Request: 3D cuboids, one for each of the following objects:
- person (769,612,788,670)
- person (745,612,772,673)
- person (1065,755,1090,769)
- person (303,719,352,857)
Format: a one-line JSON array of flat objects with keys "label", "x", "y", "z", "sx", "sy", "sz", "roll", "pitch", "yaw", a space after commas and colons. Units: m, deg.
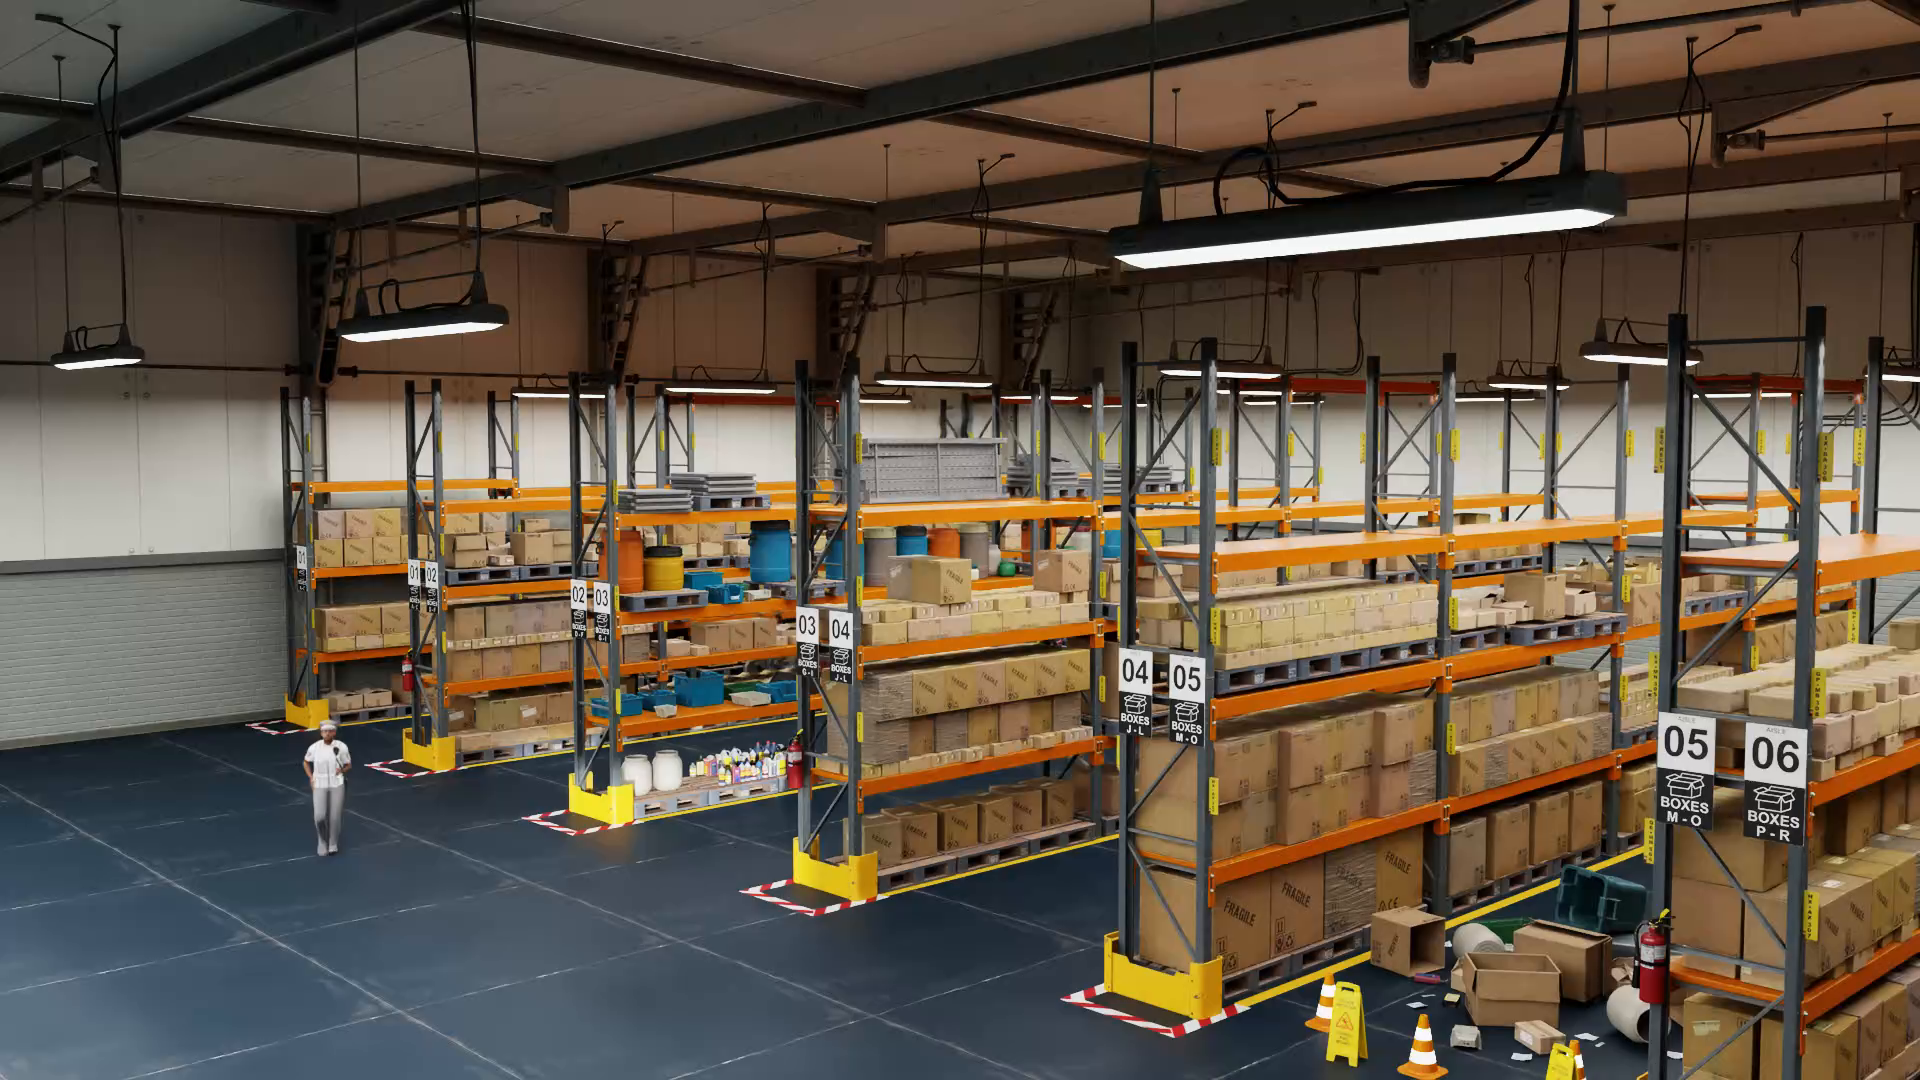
[{"label": "person", "x": -3.660, "y": 2.232, "z": 33.319, "sx": 0.878, "sy": 1.567, "sz": 0.543, "roll": -4, "pitch": 5, "yaw": -45}, {"label": "person", "x": -3.928, "y": 2.193, "z": 32.576, "sx": 0.676, "sy": 1.819, "sz": 0.876, "roll": 3, "pitch": 5, "yaw": 40}, {"label": "person", "x": 1.674, "y": 2.801, "z": 24.126, "sx": 0.571, "sy": 1.633, "sz": 0.550, "roll": -3, "pitch": 5, "yaw": -39}, {"label": "person", "x": -7.707, "y": 3.032, "z": 20.274, "sx": 0.559, "sy": 1.693, "sz": 0.609, "roll": -1, "pitch": 4, "yaw": -20}]
